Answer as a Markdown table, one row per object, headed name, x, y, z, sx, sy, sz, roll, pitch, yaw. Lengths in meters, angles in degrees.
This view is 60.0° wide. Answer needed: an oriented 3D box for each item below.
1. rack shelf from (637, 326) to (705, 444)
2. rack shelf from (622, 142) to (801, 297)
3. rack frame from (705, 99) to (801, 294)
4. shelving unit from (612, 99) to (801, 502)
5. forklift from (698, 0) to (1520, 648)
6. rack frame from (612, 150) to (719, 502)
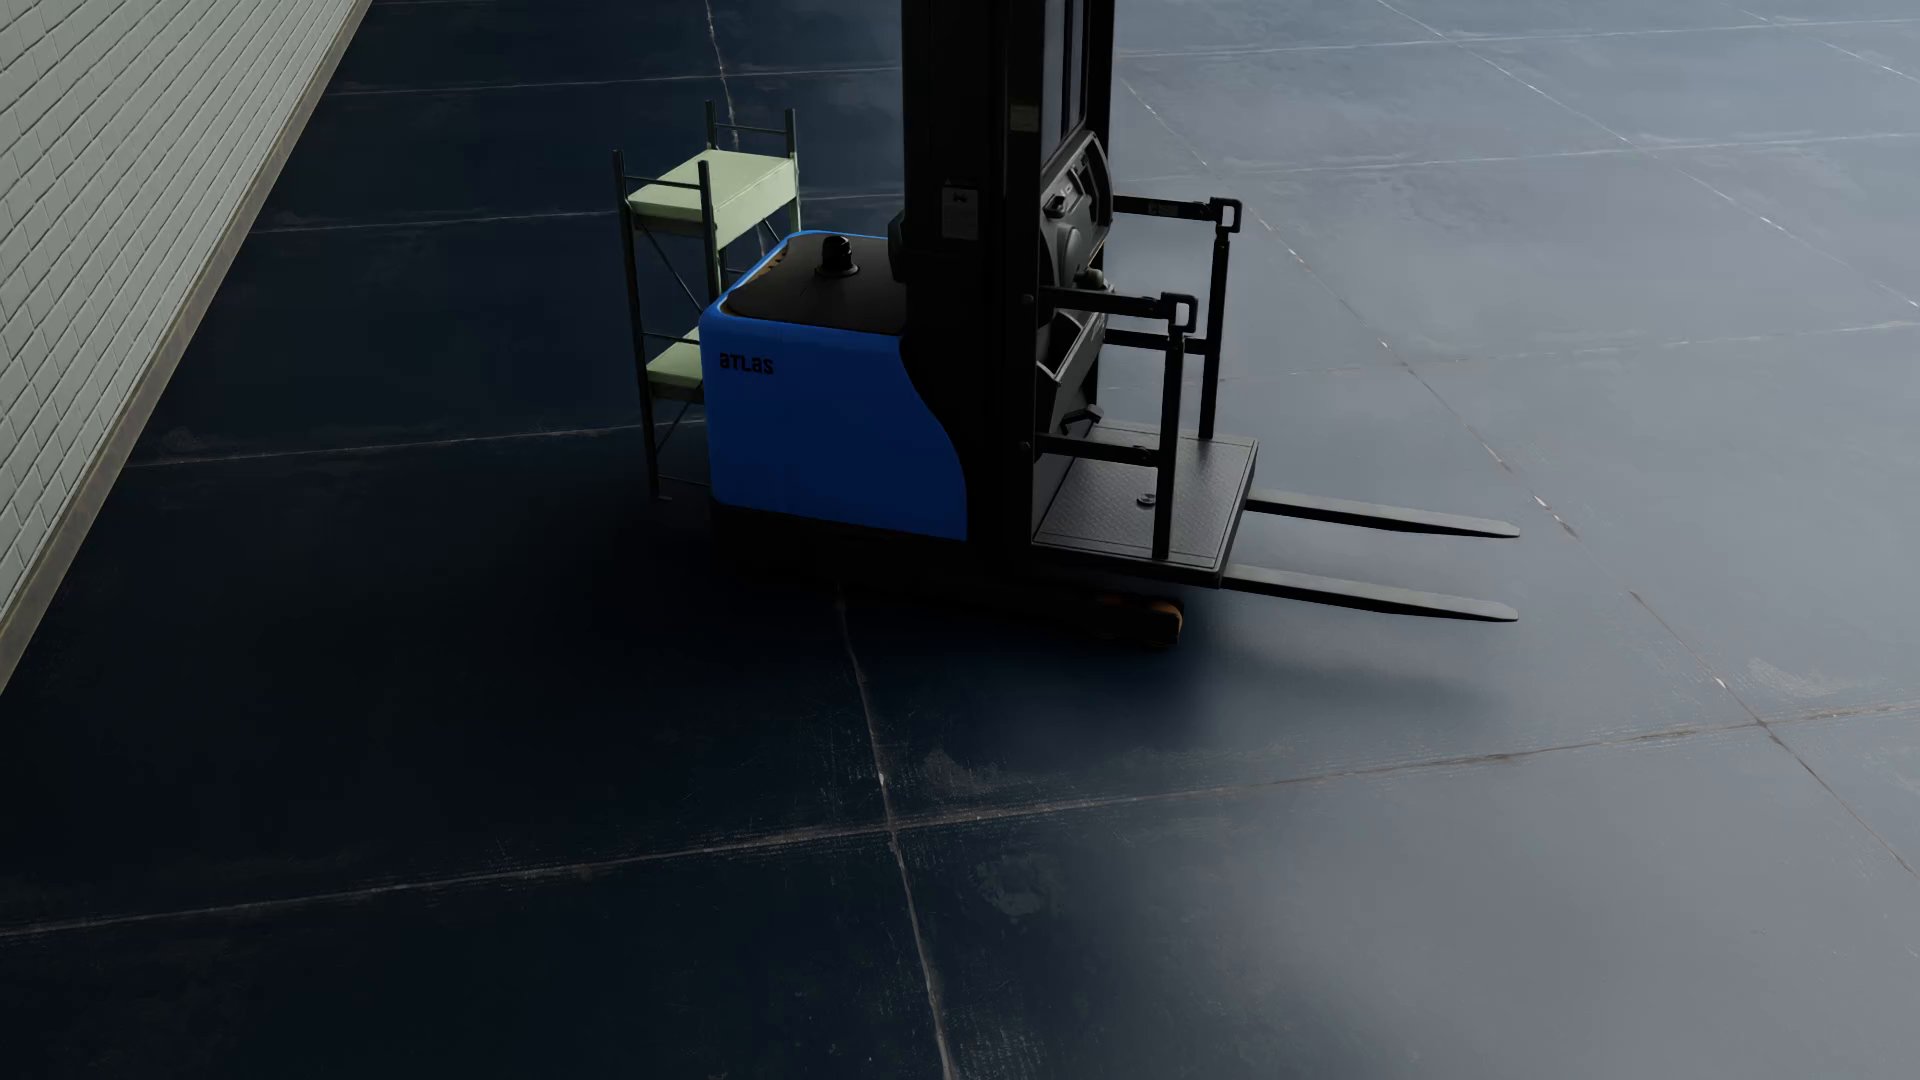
| name | x | y | z | sx | sy | sz | roll | pitch | yaw |
| --- | --- | --- | --- | --- | --- | --- | --- | --- | --- |
| rack shelf | -0.992 | -0.687 | 7.079 | 0.431 | 0.370 | 0.720 | 11 | 32 | 18 |
| rack shelf | -0.994 | -1.305 | 6.717 | 0.431 | 0.370 | 0.720 | 11 | 32 | 18 |
| rack frame | -0.862 | -1.141 | 7.209 | 0.400 | 1.500 | 0.023 | 11 | 32 | 18 |
| shelving unit | -0.993 | -0.968 | 6.915 | 0.431 | 1.500 | 0.755 | 11 | 32 | 18 |
| forklift | 0.604 | -1.172 | 5.852 | 3.031 | 2.935 | 1.130 | 9 | 32 | 14 |
| rack frame | -1.124 | -0.795 | 6.620 | 0.400 | 1.500 | 0.023 | 11 | 32 | 18 |
